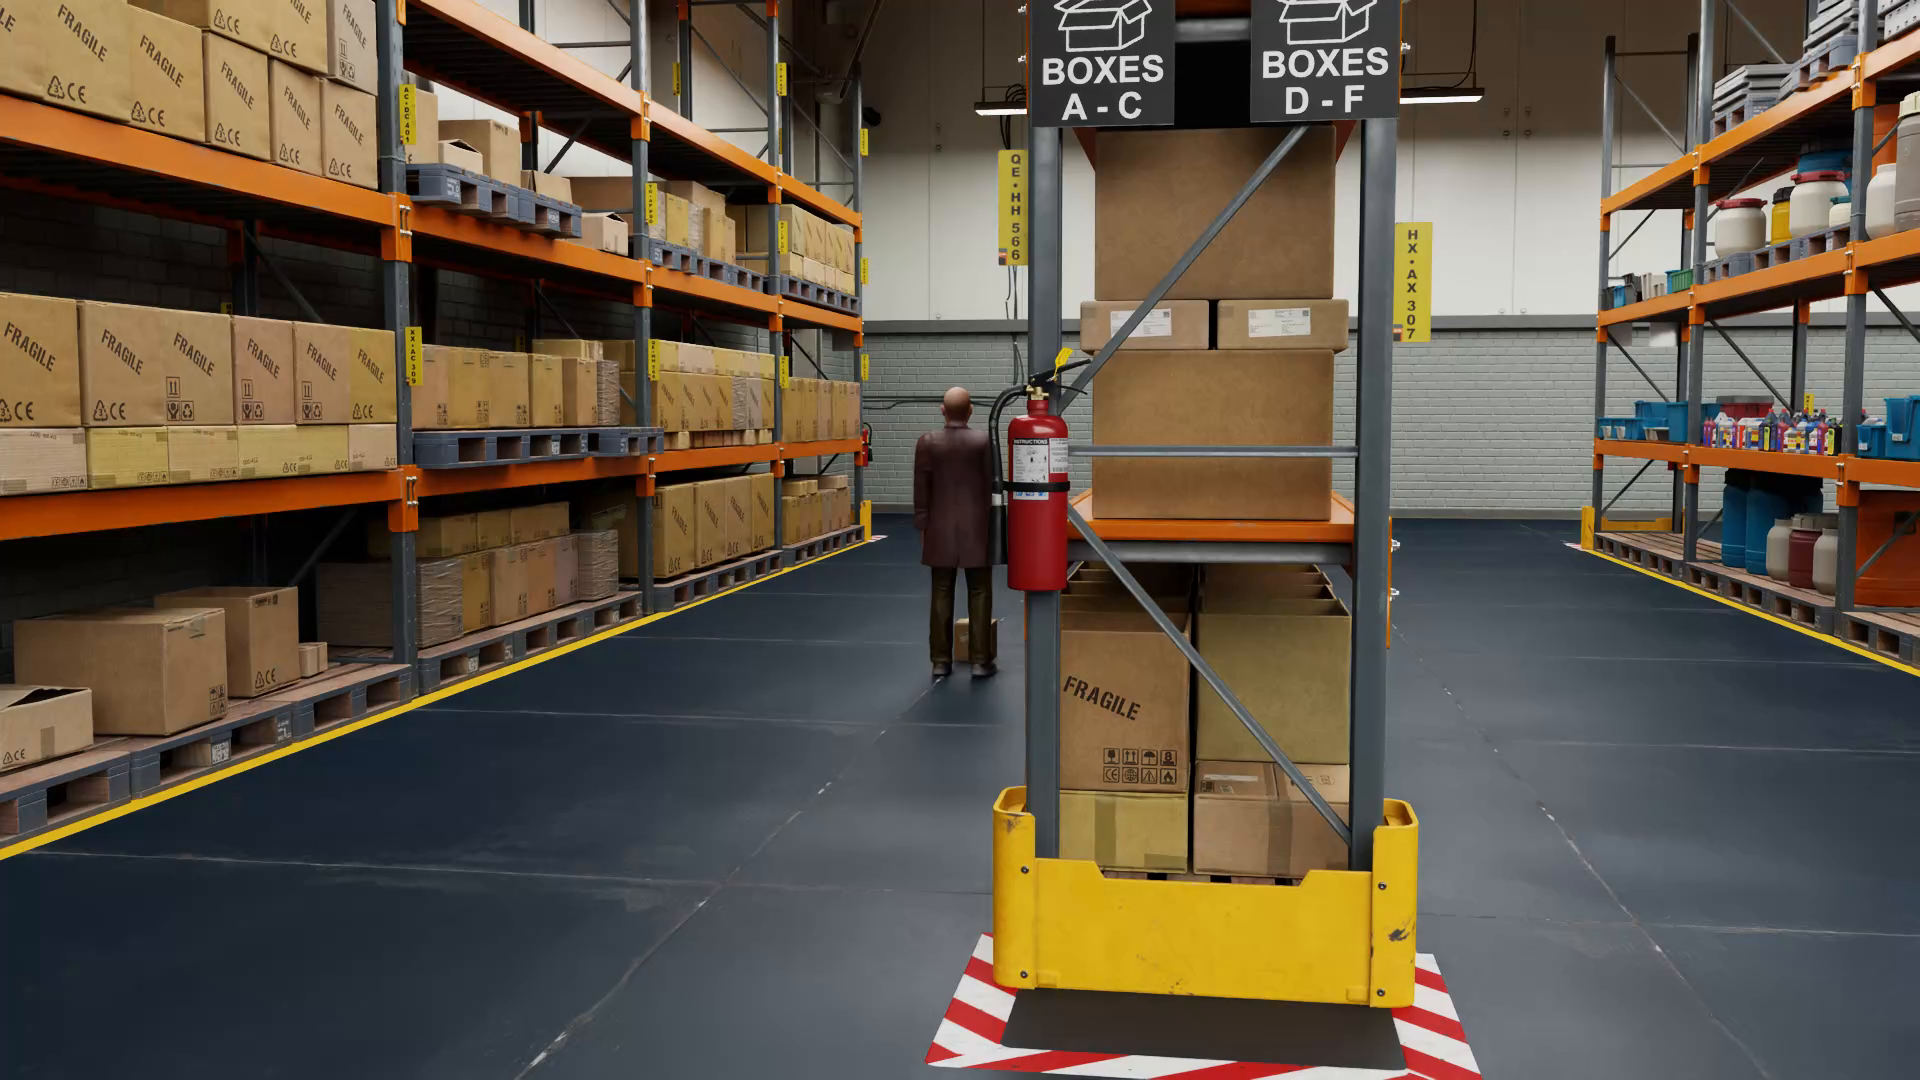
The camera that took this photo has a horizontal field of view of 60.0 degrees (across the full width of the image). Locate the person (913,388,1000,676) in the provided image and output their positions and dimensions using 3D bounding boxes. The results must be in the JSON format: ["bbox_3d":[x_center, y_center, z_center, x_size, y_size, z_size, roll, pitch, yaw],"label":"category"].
[{"bbox_3d":[-0.012,-0.052,10.313,0.561,1.779,0.381,1,4,10],"label":"person"}]
